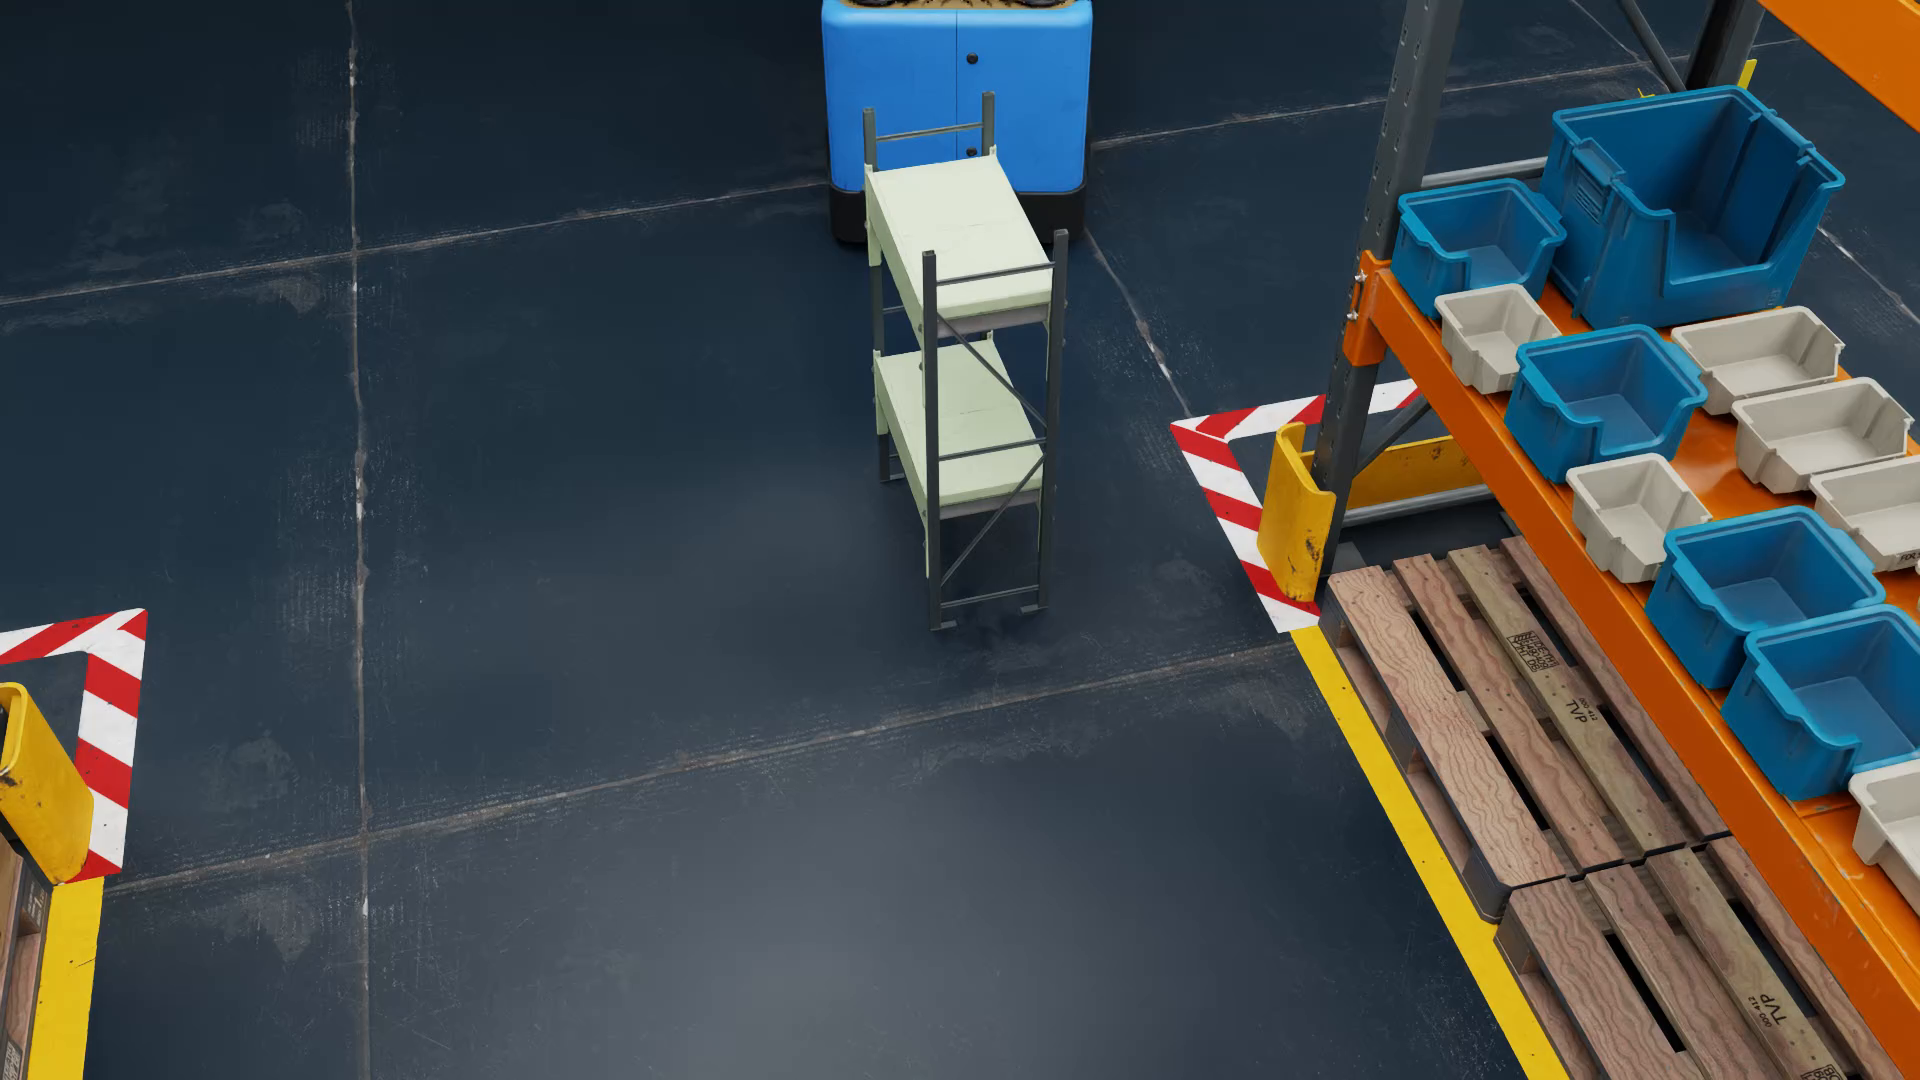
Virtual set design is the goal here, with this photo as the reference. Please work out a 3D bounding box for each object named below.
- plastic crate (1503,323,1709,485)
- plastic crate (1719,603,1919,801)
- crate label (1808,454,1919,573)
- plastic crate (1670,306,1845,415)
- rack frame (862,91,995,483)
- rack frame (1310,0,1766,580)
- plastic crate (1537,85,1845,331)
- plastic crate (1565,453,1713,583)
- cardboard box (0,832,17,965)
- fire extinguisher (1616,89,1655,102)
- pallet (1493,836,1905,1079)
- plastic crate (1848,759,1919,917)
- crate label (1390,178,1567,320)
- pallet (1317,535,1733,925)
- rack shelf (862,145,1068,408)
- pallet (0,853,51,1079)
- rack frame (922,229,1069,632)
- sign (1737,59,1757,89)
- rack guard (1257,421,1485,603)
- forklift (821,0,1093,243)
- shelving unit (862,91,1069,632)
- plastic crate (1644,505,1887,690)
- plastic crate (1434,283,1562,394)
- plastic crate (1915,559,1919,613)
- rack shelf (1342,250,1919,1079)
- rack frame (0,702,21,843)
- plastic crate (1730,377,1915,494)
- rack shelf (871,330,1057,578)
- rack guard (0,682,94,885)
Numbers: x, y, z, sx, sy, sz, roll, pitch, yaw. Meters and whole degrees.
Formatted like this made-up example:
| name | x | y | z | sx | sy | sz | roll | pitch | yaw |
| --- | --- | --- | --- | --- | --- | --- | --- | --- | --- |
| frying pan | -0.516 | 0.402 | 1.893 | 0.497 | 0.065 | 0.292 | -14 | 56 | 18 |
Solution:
| name | x | y | z | sx | sy | sz | roll | pitch | yaw |
| --- | --- | --- | --- | --- | --- | --- | --- | --- | --- |
| plastic crate | 1.550 | -0.319 | 4.038 | 0.416 | 0.233 | 0.300 | -11 | 47 | -10 |
| plastic crate | 1.795 | 0.343 | 3.389 | 0.416 | 0.233 | 0.300 | -11 | 47 | -10 |
| crate label | 2.175 | -0.050 | 3.841 | 0.396 | 0.136 | 0.243 | -11 | 47 | -10 |
| plastic crate | 2.020 | -0.440 | 4.224 | 0.396 | 0.136 | 0.243 | -11 | 47 | -10 |
| rack frame | -0.092 | -0.773 | 5.457 | 0.400 | 1.500 | 0.023 | -11 | 47 | -10 |
| rack frame | 1.636 | -1.042 | 4.671 | 1.000 | 3.000 | 0.127 | -11 | 47 | -10 |
| plastic crate | 1.903 | -0.878 | 4.443 | 0.616 | 0.435 | 0.499 | -11 | 47 | -10 |
| plastic crate | 1.557 | -0.035 | 3.827 | 0.250 | 0.136 | 0.298 | -11 | 47 | -10 |
| cardboard box | -2.776 | 0.913 | 4.197 | 0.500 | 0.500 | 0.500 | -11 | 47 | -10 |
| fire extinguisher | 2.037 | -1.071 | 5.015 | 0.296 | 0.674 | 0.183 | -11 | 47 | -10 |
| pallet | 2.119 | 1.351 | 4.278 | 1.003 | 0.211 | 1.213 | -11 | 47 | -10 |
| plastic crate | 1.924 | 0.644 | 3.161 | 0.293 | 0.136 | 0.466 | -11 | 47 | -10 |
| crate label | 1.381 | -0.773 | 4.483 | 0.416 | 0.233 | 0.303 | -11 | 47 | -10 |
| pallet | 1.810 | 0.511 | 5.102 | 1.003 | 0.211 | 1.213 | -11 | 47 | -10 |
| rack shelf | 0.002 | -0.793 | 4.931 | 0.431 | 0.370 | 0.720 | -11 | 47 | -10 |
| pallet | -2.929 | 1.440 | 4.191 | 1.003 | 0.211 | 1.213 | -11 | 47 | -10 |
| rack frame | 0.095 | -0.268 | 4.962 | 0.400 | 1.500 | 0.023 | -11 | 47 | -10 |
| sign | 2.164 | -1.211 | 4.722 | 0.100 | 0.325 | 0.005 | -11 | 47 | -10 |
| rack guard | 1.618 | -0.181 | 5.577 | 1.175 | 0.500 | 0.348 | -11 | 47 | -10 |
| forklift | 0.001 | -3.280 | 6.912 | 1.130 | 2.935 | 3.031 | 0 | 46 | 0 |
| shelving unit | 0.002 | -0.520 | 5.210 | 0.431 | 1.500 | 0.755 | -11 | 47 | -10 |
| plastic crate | 1.718 | 0.136 | 3.592 | 0.416 | 0.233 | 0.300 | -11 | 47 | -10 |
| plastic crate | 1.383 | -0.503 | 4.285 | 0.250 | 0.136 | 0.298 | -11 | 47 | -10 |
| plastic crate | 2.269 | 0.151 | 3.644 | 0.298 | 0.136 | 0.250 | -11 | 47 | -10 |
| rack shelf | 2.148 | 0.591 | 3.574 | 1.077 | 0.370 | 4.000 | -11 | 47 | -10 |
| rack frame | -3.153 | -0.139 | 3.786 | 1.000 | 3.000 | 0.127 | -11 | 47 | -10 |
| plastic crate | 2.080 | -0.238 | 4.025 | 0.396 | 0.136 | 0.243 | -11 | 47 | -10 |
| rack shelf | 0.002 | -0.292 | 5.443 | 0.431 | 0.370 | 0.720 | -11 | 47 | -10 |
| rack guard | -3.134 | 0.789 | 4.627 | 1.175 | 0.500 | 0.348 | -11 | 47 | -10 |
